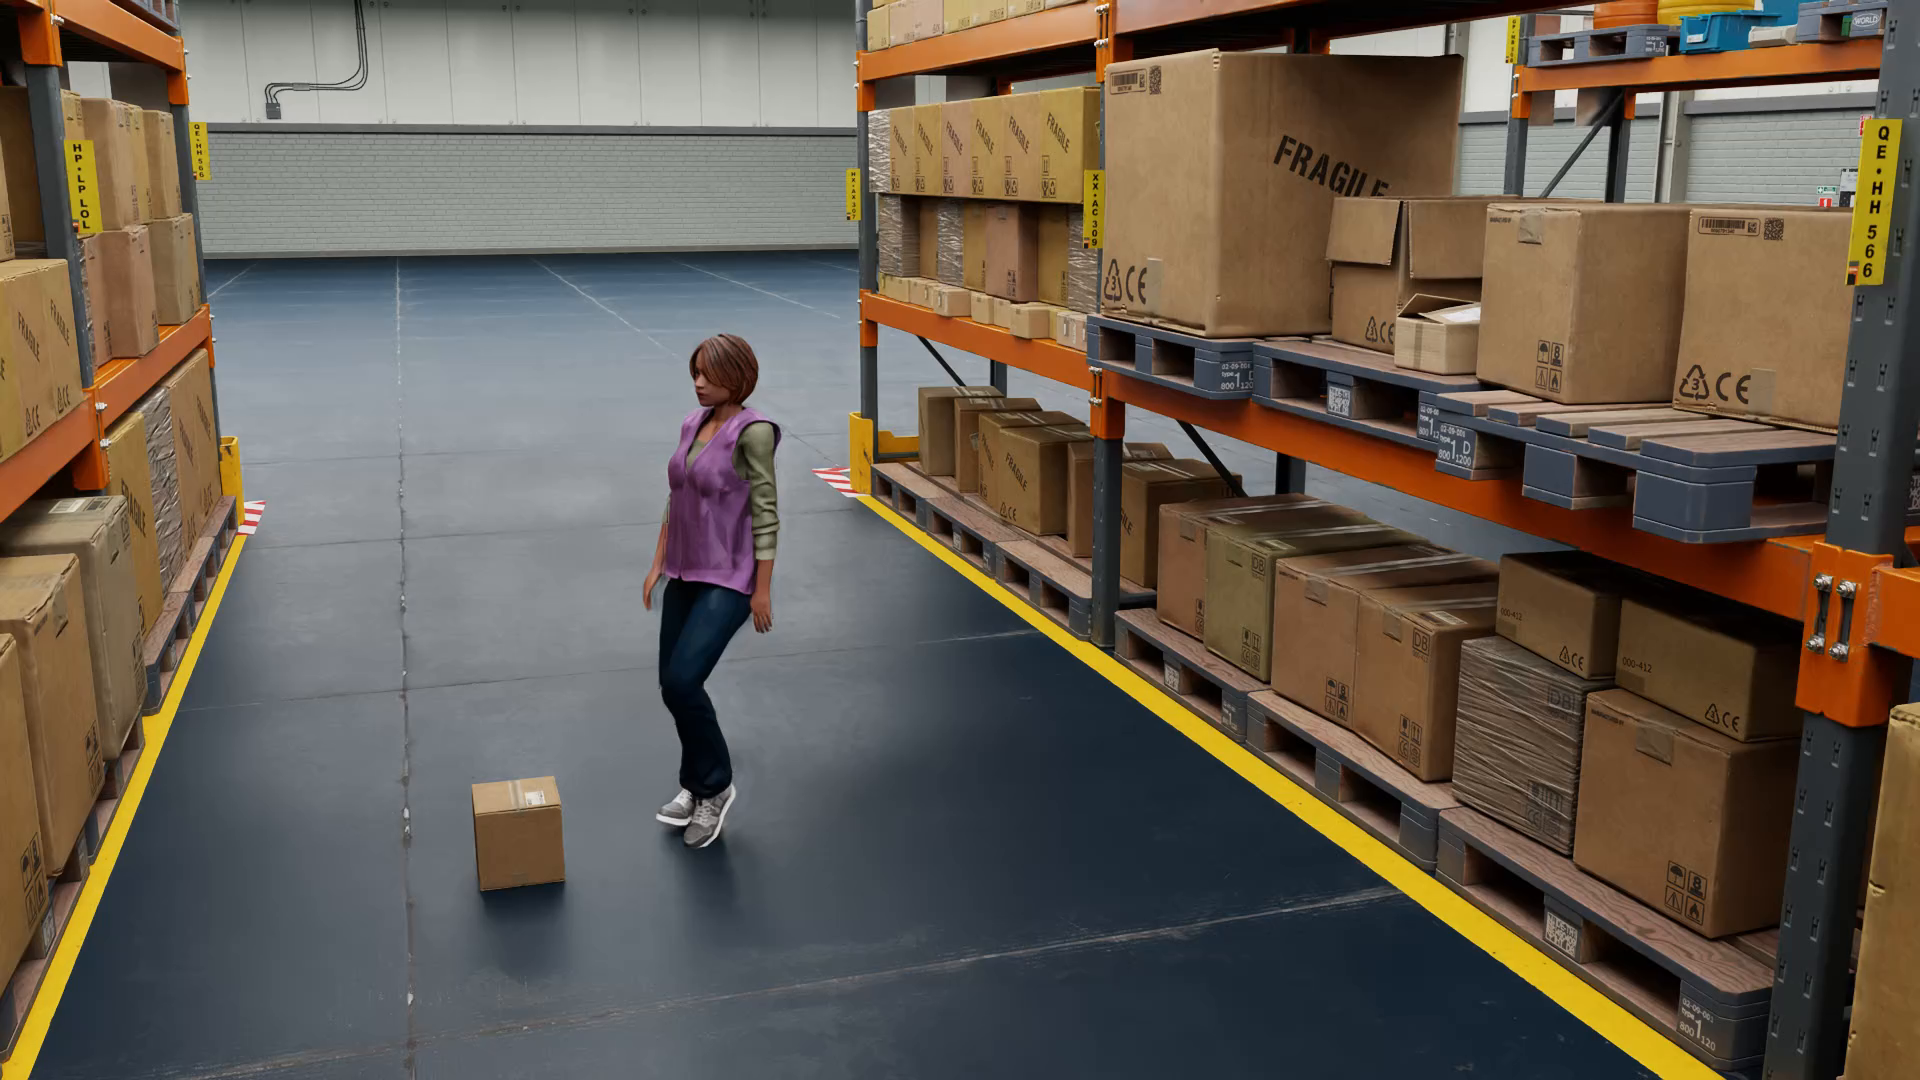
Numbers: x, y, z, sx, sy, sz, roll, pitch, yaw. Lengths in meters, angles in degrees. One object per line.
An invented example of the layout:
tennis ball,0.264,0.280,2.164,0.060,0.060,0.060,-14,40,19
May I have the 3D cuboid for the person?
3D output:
person,-0.817,0.169,5.253,0.431,1.634,0.453,-12,17,-43
